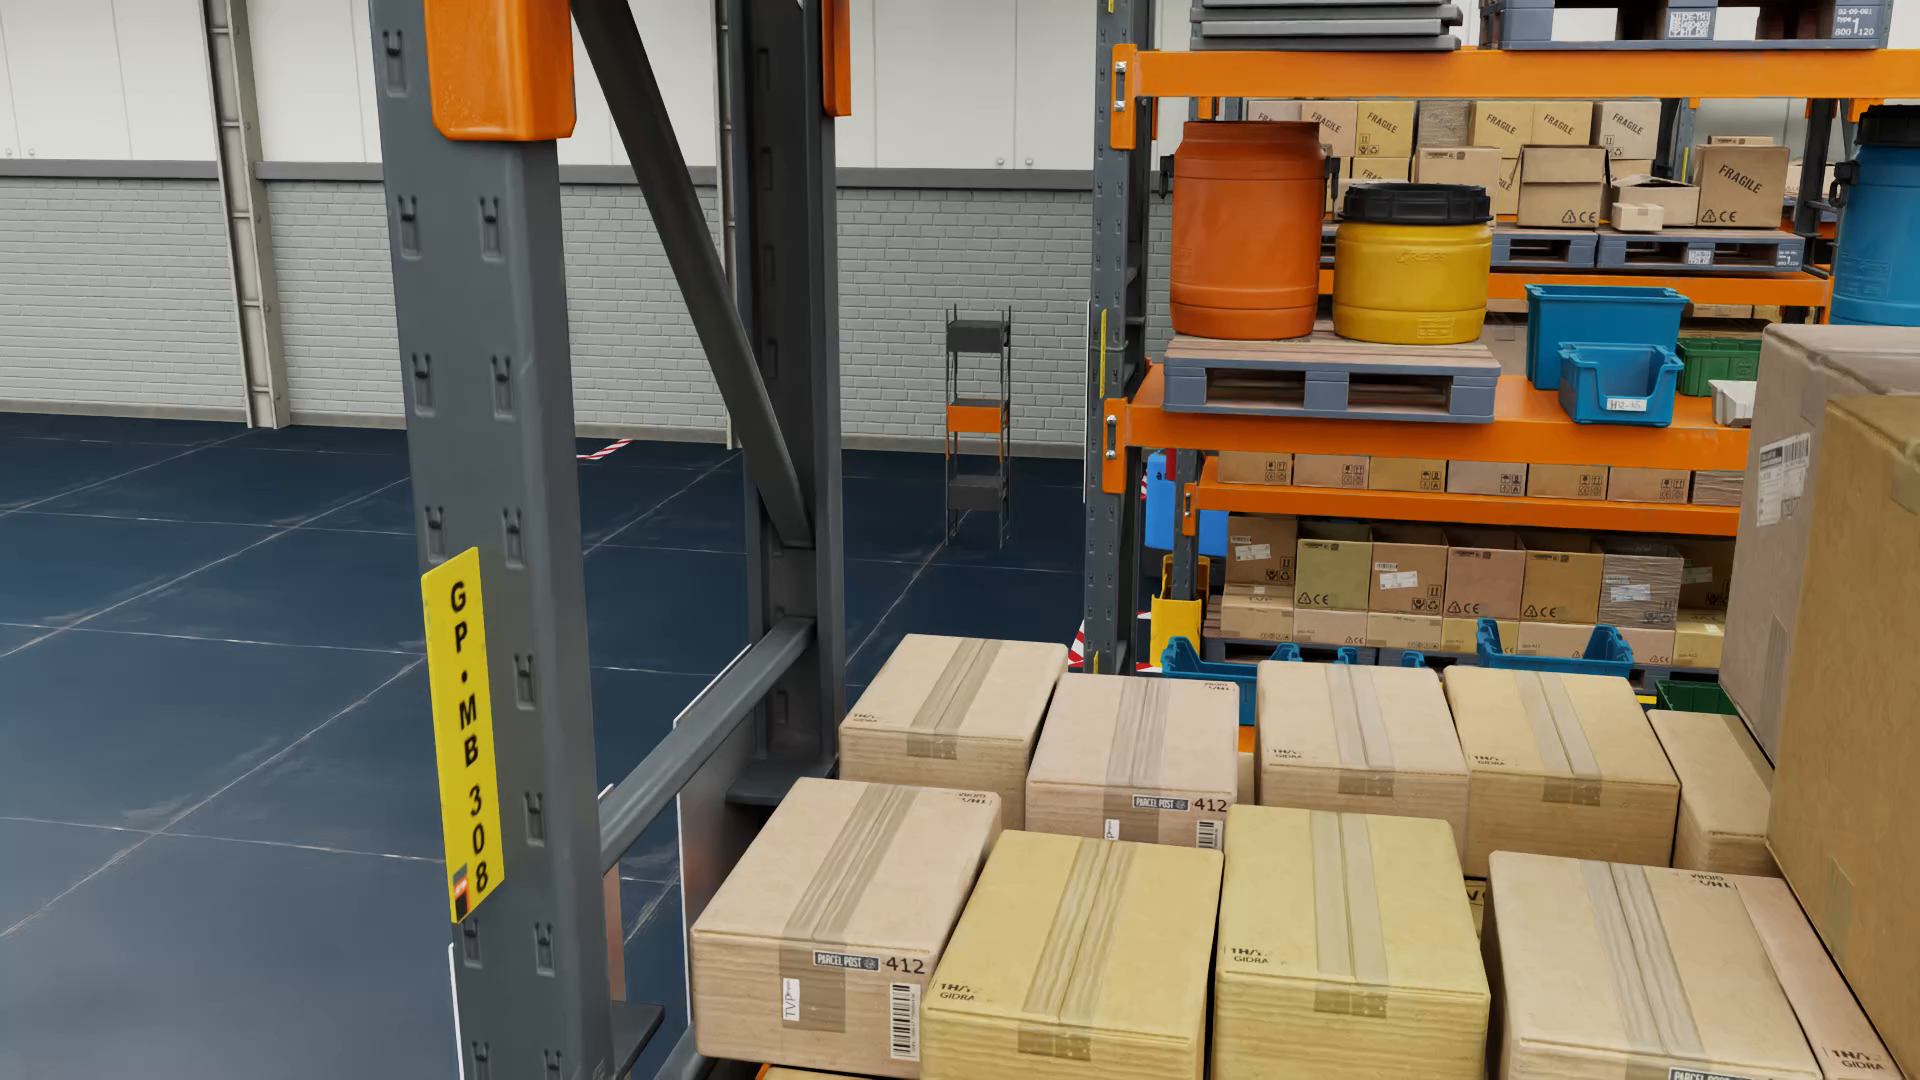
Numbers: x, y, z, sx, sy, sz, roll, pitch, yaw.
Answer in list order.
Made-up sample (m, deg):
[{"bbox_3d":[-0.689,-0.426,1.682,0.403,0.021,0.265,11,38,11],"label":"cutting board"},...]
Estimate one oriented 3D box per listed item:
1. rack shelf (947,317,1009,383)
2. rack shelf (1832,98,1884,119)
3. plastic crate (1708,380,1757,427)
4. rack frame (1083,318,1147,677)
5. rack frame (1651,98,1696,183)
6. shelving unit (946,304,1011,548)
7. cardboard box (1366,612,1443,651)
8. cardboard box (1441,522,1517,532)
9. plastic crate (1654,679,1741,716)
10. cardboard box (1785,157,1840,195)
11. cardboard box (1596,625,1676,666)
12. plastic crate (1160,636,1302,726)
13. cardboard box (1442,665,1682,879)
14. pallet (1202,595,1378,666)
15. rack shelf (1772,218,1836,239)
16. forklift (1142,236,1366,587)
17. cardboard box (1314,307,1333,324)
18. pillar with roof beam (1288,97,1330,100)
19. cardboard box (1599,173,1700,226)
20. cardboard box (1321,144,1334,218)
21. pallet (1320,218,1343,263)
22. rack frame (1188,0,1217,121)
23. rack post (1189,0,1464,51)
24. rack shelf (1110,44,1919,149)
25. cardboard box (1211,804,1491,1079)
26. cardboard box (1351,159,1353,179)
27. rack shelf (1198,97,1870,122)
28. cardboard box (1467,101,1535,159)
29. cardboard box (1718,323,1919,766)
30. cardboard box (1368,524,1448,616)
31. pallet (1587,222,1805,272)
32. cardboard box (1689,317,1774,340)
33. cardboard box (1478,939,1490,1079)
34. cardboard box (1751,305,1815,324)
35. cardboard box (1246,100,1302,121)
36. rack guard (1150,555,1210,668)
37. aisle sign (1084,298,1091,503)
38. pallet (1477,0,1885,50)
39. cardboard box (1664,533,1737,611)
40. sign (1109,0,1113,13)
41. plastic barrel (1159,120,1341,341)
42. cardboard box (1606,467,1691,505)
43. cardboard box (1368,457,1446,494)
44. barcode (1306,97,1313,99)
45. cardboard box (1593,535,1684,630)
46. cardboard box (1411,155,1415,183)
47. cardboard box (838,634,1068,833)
[{"bbox_3d":[0.162,-1.665,14.497,0.480,0.518,0.431,3,16,11],"label":"rack shelf"},{"bbox_3d":[7.524,-2.725,10.068,4.000,0.370,1.077,3,16,11],"label":"rack shelf"},{"bbox_3d":[2.920,-0.482,5.988,0.396,0.136,0.243,3,16,11],"label":"plastic crate"},{"bbox_3d":[0.654,0.603,7.195,0.127,3.000,1.000,3,16,11],"label":"rack frame"},{"bbox_3d":[6.548,-4.667,14.982,0.127,3.000,1.000,3,16,11],"label":"rack frame"},{"bbox_3d":[0.162,-1.003,14.680,0.503,2.100,0.431,3,16,11],"label":"shelving unit"},{"bbox_3d":[3.106,0.570,11.681,0.500,0.250,0.500,3,16,11],"label":"cardboard box"},{"bbox_3d":[3.702,0.096,11.985,0.500,0.500,0.500,3,16,11],"label":"cardboard box"},{"bbox_3d":[3.300,0.772,6.982,0.662,0.188,0.450,3,16,11],"label":"plastic crate"},{"bbox_3d":[7.671,-3.298,15.039,0.500,0.311,0.500,4,16,13],"label":"cardboard box"},{"bbox_3d":[4.578,0.647,11.403,0.500,0.250,0.500,3,16,11],"label":"cardboard box"},{"bbox_3d":[1.204,0.623,7.401,0.616,0.251,0.499,3,16,11],"label":"plastic crate"},{"bbox_3d":[0.773,0.304,2.190,0.250,0.149,0.380,3,16,11],"label":"cardboard box"},{"bbox_3d":[2.402,0.681,12.137,1.213,0.211,1.003,3,16,11],"label":"pallet"},{"bbox_3d":[8.508,-2.768,15.094,4.000,0.370,1.077,3,16,11],"label":"rack shelf"},{"bbox_3d":[3.065,-1.011,13.153,3.031,2.935,1.130,7,17,24],"label":"forklift"},{"bbox_3d":[2.668,-1.308,11.478,0.500,0.500,0.700,3,16,10],"label":"cardboard box"},{"bbox_3d":[2.628,-3.942,12.367,0.400,9.000,9.100,3,16,11],"label":"pillar with roof beam"},{"bbox_3d":[4.594,-2.276,11.090,0.500,0.311,0.500,2,16,8],"label":"cardboard box"},{"bbox_3d":[2.207,-2.426,11.269,0.637,0.503,0.797,4,16,15],"label":"cardboard box"},{"bbox_3d":[2.332,-2.051,11.323,1.213,0.211,1.003,3,16,11],"label":"pallet"},{"bbox_3d":[1.644,-3.583,11.071,0.127,3.000,1.000,3,16,11],"label":"rack frame"},{"bbox_3d":[1.369,-1.973,6.195,0.954,0.300,0.937,5,16,17],"label":"rack post"},{"bbox_3d":[2.614,-1.642,6.159,4.000,0.370,1.077,3,16,11],"label":"rack shelf"},{"bbox_3d":[0.397,0.429,1.739,0.250,0.149,0.380,3,16,10],"label":"cardboard box"},{"bbox_3d":[3.573,-3.515,16.220,0.500,0.500,0.500,3,16,11],"label":"cardboard box"},{"bbox_3d":[3.604,-2.938,10.836,4.000,0.370,1.077,3,16,11],"label":"rack shelf"},{"bbox_3d":[4.950,-3.768,15.259,0.500,0.500,0.500,3,16,9],"label":"cardboard box"},{"bbox_3d":[1.236,0.037,1.938,0.500,0.500,0.500,3,16,11],"label":"cardboard box"},{"bbox_3d":[3.109,0.205,11.592,0.500,0.500,0.500,3,16,11],"label":"cardboard box"},{"bbox_3d":[4.723,-1.921,10.855,1.213,0.211,1.003,3,16,11],"label":"pallet"},{"bbox_3d":[5.128,-1.175,10.997,0.500,0.500,0.700,3,16,11],"label":"cardboard box"},{"bbox_3d":[0.594,0.645,1.707,0.500,0.250,0.500,3,16,10],"label":"cardboard box"},{"bbox_3d":[7.586,-1.968,15.467,0.500,0.500,0.700,5,16,17],"label":"cardboard box"},{"bbox_3d":[2.957,-3.890,15.698,0.500,0.500,0.500,2,16,7],"label":"cardboard box"},{"bbox_3d":[1.621,0.511,12.210,0.348,0.500,1.175,3,16,11],"label":"rack guard"},{"bbox_3d":[0.525,-0.577,6.585,0.004,0.787,0.394,3,16,11],"label":"aisle sign"},{"bbox_3d":[2.561,-1.892,6.069,1.213,0.211,1.003,3,16,11],"label":"pallet"},{"bbox_3d":[5.172,0.175,11.699,0.500,0.500,0.500,3,16,11],"label":"cardboard box"},{"bbox_3d":[0.540,-2.043,5.903,0.005,0.325,0.100,3,16,11],"label":"sign"},{"bbox_3d":[1.155,-1.259,6.708,0.708,0.830,0.600,3,16,11],"label":"plastic barrel"},{"bbox_3d":[4.610,-0.576,11.265,0.500,0.500,0.700,3,16,11],"label":"cardboard box"},{"bbox_3d":[3.100,-0.658,11.560,0.500,0.500,0.700,3,16,11],"label":"cardboard box"},{"bbox_3d":[3.423,-4.346,16.259,0.075,0.075,0.001,3,16,11],"label":"barcode"},{"bbox_3d":[4.579,0.285,11.304,0.500,0.500,0.500,3,16,11],"label":"cardboard box"},{"bbox_3d":[4.464,-3.321,15.518,0.500,0.500,0.500,4,16,15],"label":"cardboard box"},{"bbox_3d":[0.001,0.267,2.325,0.250,0.149,0.380,3,16,11],"label":"cardboard box"}]
